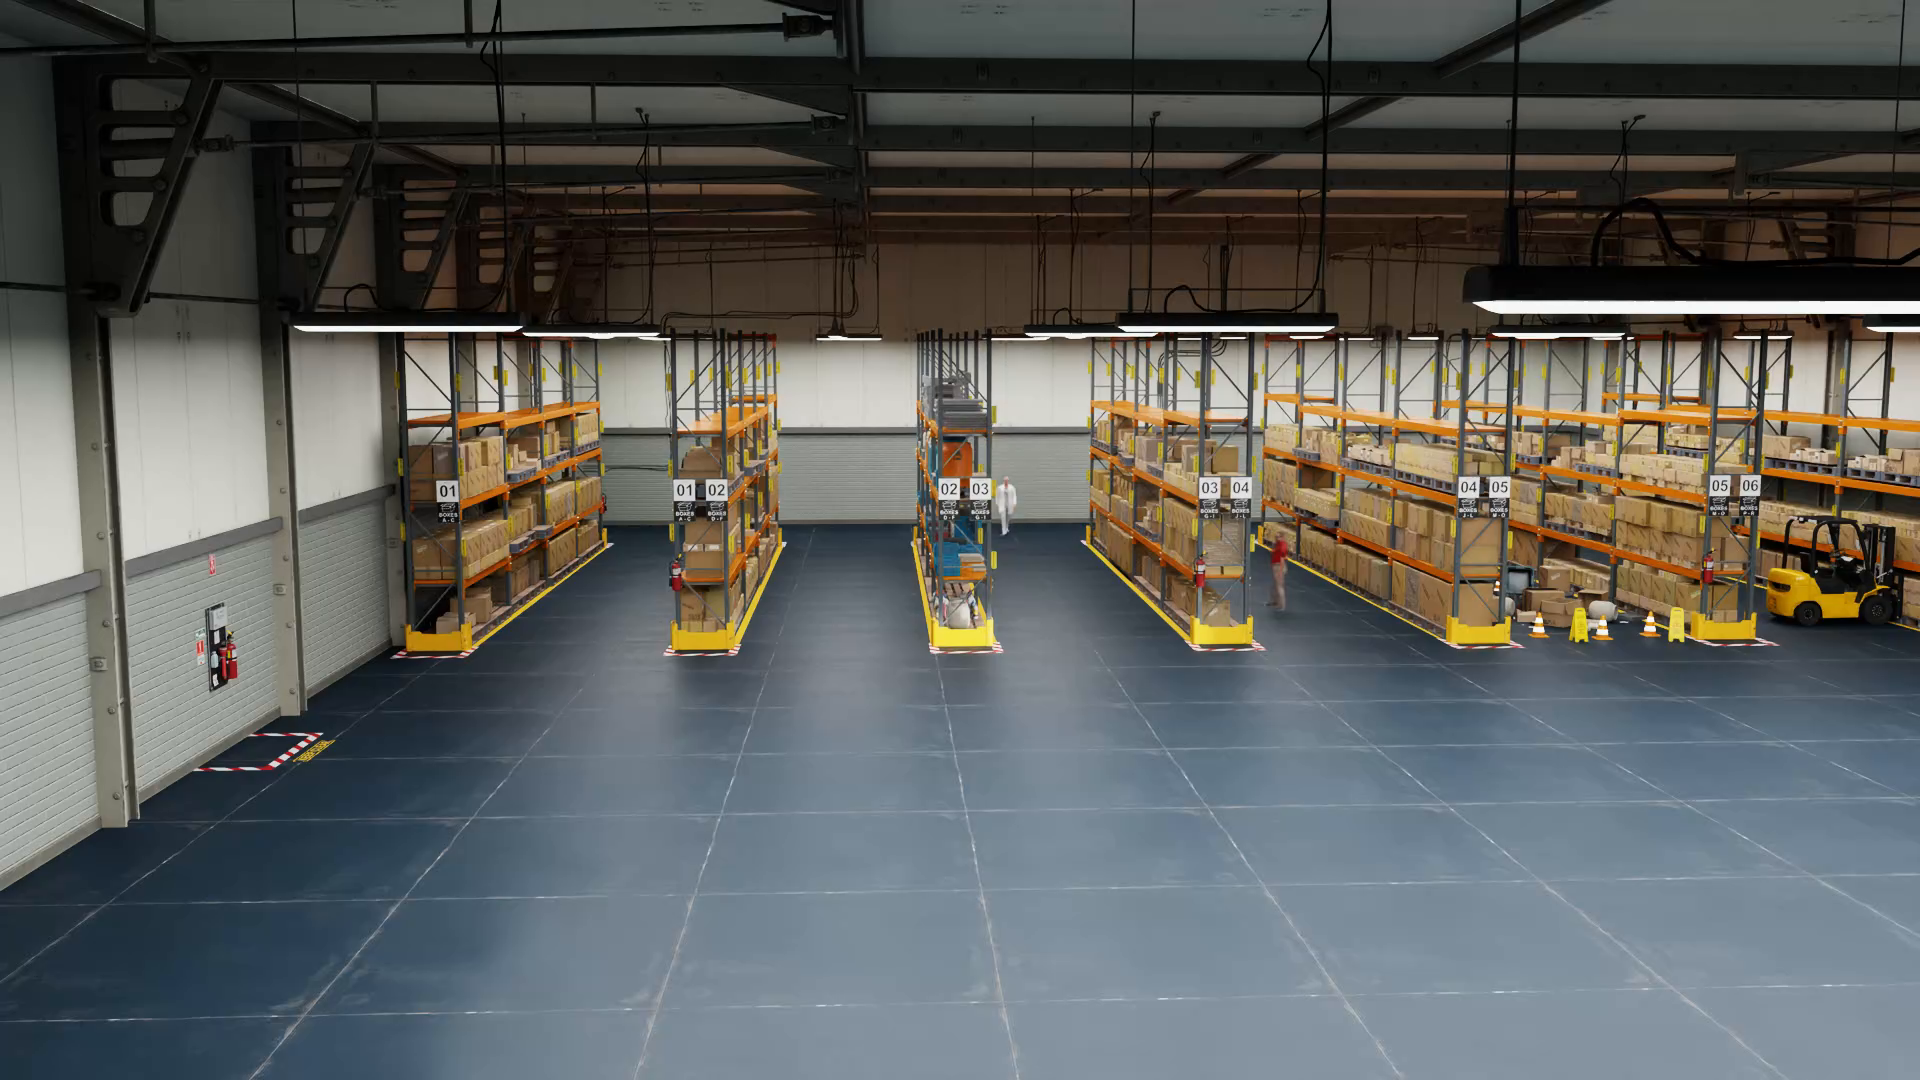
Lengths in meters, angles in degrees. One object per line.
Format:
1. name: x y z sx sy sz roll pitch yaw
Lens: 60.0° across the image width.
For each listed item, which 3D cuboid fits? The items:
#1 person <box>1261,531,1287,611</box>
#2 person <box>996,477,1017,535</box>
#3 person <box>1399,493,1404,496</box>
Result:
1. person: 6.782 0.643 35.940 0.588 1.724 0.606 2 7 19
2. person: 1.399 -1.039 49.909 0.598 1.721 1.110 -1 7 -7
3. person: 12.274 -0.499 46.151 0.348 1.603 0.435 2 7 18
